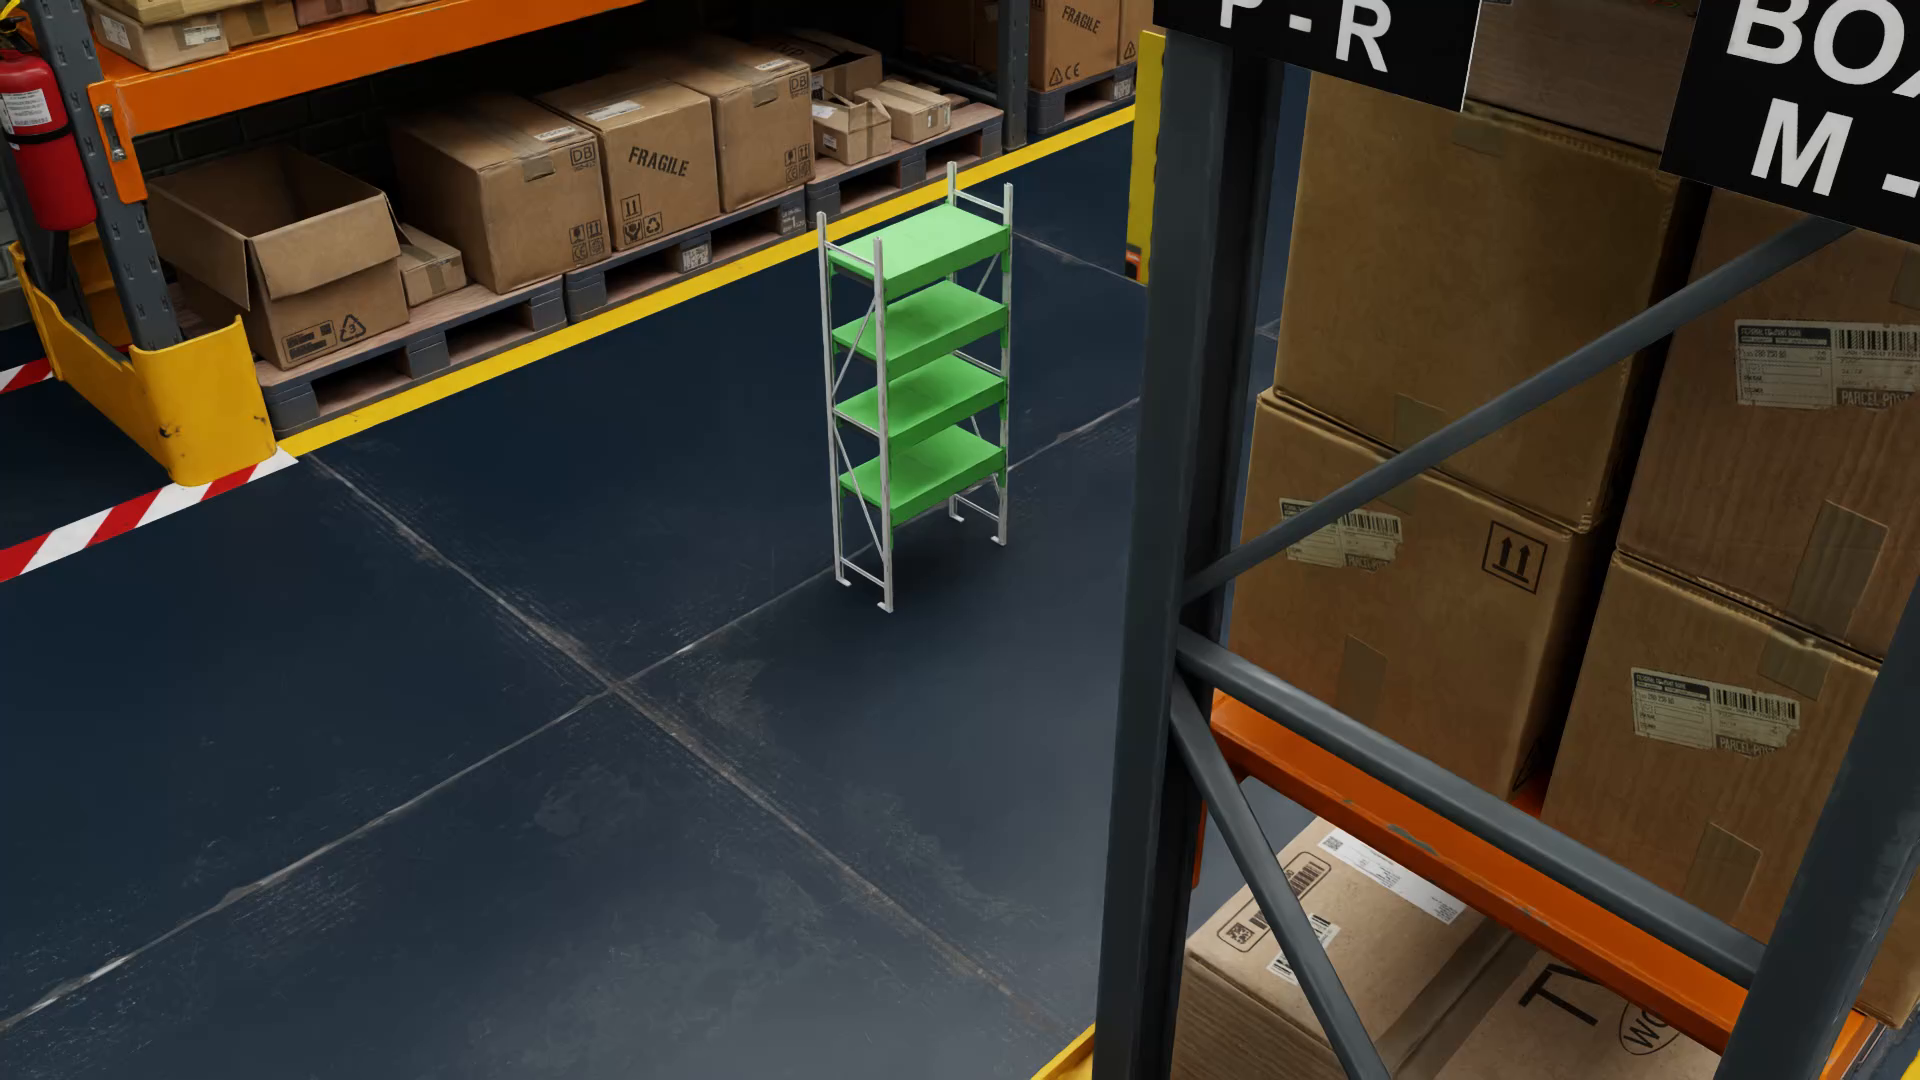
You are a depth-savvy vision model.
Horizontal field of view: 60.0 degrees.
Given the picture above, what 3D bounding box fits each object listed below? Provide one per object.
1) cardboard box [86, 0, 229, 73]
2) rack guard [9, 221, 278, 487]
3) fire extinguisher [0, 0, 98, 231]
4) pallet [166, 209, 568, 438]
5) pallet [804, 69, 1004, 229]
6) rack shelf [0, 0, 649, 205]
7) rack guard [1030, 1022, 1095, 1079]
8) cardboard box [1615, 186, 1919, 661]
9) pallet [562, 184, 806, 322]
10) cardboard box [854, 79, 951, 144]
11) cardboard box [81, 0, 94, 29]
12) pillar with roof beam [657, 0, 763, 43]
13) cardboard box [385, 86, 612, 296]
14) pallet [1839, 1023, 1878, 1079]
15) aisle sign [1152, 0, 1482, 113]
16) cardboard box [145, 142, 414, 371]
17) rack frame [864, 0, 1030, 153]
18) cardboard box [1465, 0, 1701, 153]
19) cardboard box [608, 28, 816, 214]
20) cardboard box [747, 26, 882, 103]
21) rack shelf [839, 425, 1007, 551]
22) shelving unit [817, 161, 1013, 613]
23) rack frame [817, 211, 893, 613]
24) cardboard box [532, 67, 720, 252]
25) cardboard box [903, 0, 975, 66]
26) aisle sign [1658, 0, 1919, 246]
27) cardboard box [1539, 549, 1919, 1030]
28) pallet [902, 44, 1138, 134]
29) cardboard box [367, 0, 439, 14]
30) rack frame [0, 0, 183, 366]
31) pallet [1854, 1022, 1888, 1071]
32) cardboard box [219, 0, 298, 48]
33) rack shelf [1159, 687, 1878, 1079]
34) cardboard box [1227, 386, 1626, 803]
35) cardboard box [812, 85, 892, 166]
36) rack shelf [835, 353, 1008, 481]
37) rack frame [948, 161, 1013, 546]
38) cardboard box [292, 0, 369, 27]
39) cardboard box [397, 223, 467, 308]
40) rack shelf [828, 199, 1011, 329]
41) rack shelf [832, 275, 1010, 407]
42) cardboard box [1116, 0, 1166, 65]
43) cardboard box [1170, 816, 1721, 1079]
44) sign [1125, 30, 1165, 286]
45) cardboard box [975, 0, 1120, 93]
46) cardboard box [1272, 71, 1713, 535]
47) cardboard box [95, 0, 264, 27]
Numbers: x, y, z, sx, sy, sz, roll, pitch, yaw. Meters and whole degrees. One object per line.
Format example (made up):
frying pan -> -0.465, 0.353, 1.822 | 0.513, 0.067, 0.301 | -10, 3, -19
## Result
cardboard box -> -2.470, -1.584, 5.119 | 0.380, 0.149, 0.250 | 29, 44, 35
rack guard -> -2.843, -0.670, 5.773 | 1.175, 0.500, 0.348 | 30, 45, 35
fire extinguisher -> -2.672, -1.233, 4.790 | 0.296, 0.674, 0.183 | 30, 45, 35
pallet -> -2.282, -0.875, 6.321 | 1.003, 0.211, 1.213 | 30, 45, 35
pallet -> -0.562, -1.866, 7.741 | 1.003, 0.211, 1.213 | 30, 45, 35
rack shelf -> -1.487, -2.181, 6.384 | 1.077, 0.370, 4.000 | 30, 45, 35
rack guard -> 0.612, 1.370, 2.849 | 1.175, 0.500, 0.348 | 30, 45, 35
cardboard box -> 1.169, -0.196, 1.948 | 0.500, 0.500, 0.500 | 28, 44, 34
pallet -> -1.422, -1.368, 7.027 | 1.003, 0.211, 1.213 | 30, 45, 35
cardboard box -> -0.262, -1.946, 7.544 | 0.380, 0.149, 0.250 | 28, 44, 34
cardboard box -> -2.853, -1.804, 5.434 | 0.380, 0.149, 0.250 | 29, 44, 35
pillar with roof beam -> 1.847, -4.094, 3.254 | 9.100, 9.000, 0.400 | 30, 45, 35
cardboard box -> -1.768, -1.352, 6.385 | 0.500, 0.500, 0.700 | -28, 44, -34
pallet -> 1.137, 1.123, 3.456 | 1.003, 0.211, 1.213 | 30, 45, 35
aisle sign -> 0.358, -0.827, 1.541 | 0.394, 0.787, 0.004 | 30, 45, 35
cardboard box -> -2.398, -1.023, 5.909 | 0.797, 0.503, 0.637 | 28, 43, 34
rack frame -> -0.078, -3.288, 7.342 | 1.000, 3.000, 0.127 | 30, 45, 35
cardboard box -> 0.740, -0.609, 1.972 | 0.250, 0.149, 0.380 | -29, 44, -35
cardboard box -> -1.037, -1.774, 6.989 | 0.700, 0.500, 0.500 | 28, 43, 34
cardboard box -> -0.711, -2.184, 7.743 | 0.500, 0.311, 0.500 | -28, 44, -34
rack shelf -> -0.117, -0.176, 4.984 | 0.258, 0.148, 0.480 | 30, 45, 35
shelving unit -> -0.117, -0.425, 4.810 | 0.258, 1.200, 0.503 | 30, 45, 35
rack frame -> -0.289, -0.326, 4.668 | 0.240, 1.200, 0.015 | 30, 45, 35
cardboard box -> -1.325, -1.527, 6.635 | 0.500, 0.500, 0.500 | -29, 44, -35
cardboard box -> 0.058, -2.753, 8.394 | 0.500, 0.500, 0.500 | 29, 44, 35
aisle sign -> 0.784, -0.585, 1.194 | 0.394, 0.787, 0.004 | 30, 45, 35
cardboard box -> 1.171, 0.215, 2.232 | 0.500, 0.500, 0.500 | 29, 44, 35
pallet -> 0.468, -2.489, 8.635 | 1.003, 0.211, 1.213 | 30, 45, 35
cardboard box -> -1.941, -1.904, 5.578 | 0.250, 0.149, 0.380 | -28, 44, -34
rack frame -> -2.896, -1.664, 5.014 | 1.000, 3.000, 0.127 | 30, 45, 35
pallet -> 1.996, 0.630, 4.163 | 1.003, 0.211, 1.213 | 30, 45, 35
cardboard box -> -2.323, -1.706, 5.293 | 0.250, 0.149, 0.380 | -29, 44, -35
rack shelf -> 2.038, -0.182, 3.517 | 1.077, 0.370, 4.000 | 30, 45, 35
cardboard box -> 0.781, -0.009, 2.553 | 0.500, 0.500, 0.500 | -30, 45, -35
cardboard box -> -0.513, -1.849, 7.302 | 0.258, 0.266, 0.396 | -28, 44, -34
rack shelf -> -0.117, -0.373, 4.847 | 0.258, 0.148, 0.480 | 30, 45, 35
rack frame -> 0.055, -0.524, 4.952 | 0.240, 1.200, 0.015 | 30, 45, 35
cardboard box -> -2.163, -1.827, 5.466 | 0.380, 0.149, 0.250 | 29, 44, 35
cardboard box -> -2.071, -1.034, 6.235 | 0.380, 0.149, 0.250 | 28, 43, 34
rack shelf -> -0.117, -0.766, 4.572 | 0.258, 0.148, 0.480 | 30, 45, 35
rack shelf -> -0.117, -0.569, 4.710 | 0.258, 0.148, 0.480 | 30, 45, 35
cardboard box -> 0.791, -2.761, 8.404 | 0.500, 0.500, 0.500 | 29, 44, 35
cardboard box -> 1.023, 0.905, 3.202 | 0.875, 0.438, 0.875 | 28, 44, 34
sign -> 0.254, -0.462, 2.070 | 0.100, 0.325, 0.005 | 30, 45, 35
cardboard box -> 0.423, -2.541, 8.089 | 0.500, 0.500, 0.500 | -28, 43, -34
cardboard box -> 0.800, -0.408, 2.251 | 0.500, 0.500, 0.500 | -28, 44, -34
cardboard box -> -2.385, -1.800, 5.080 | 0.500, 0.250, 0.500 | -30, 45, -35
